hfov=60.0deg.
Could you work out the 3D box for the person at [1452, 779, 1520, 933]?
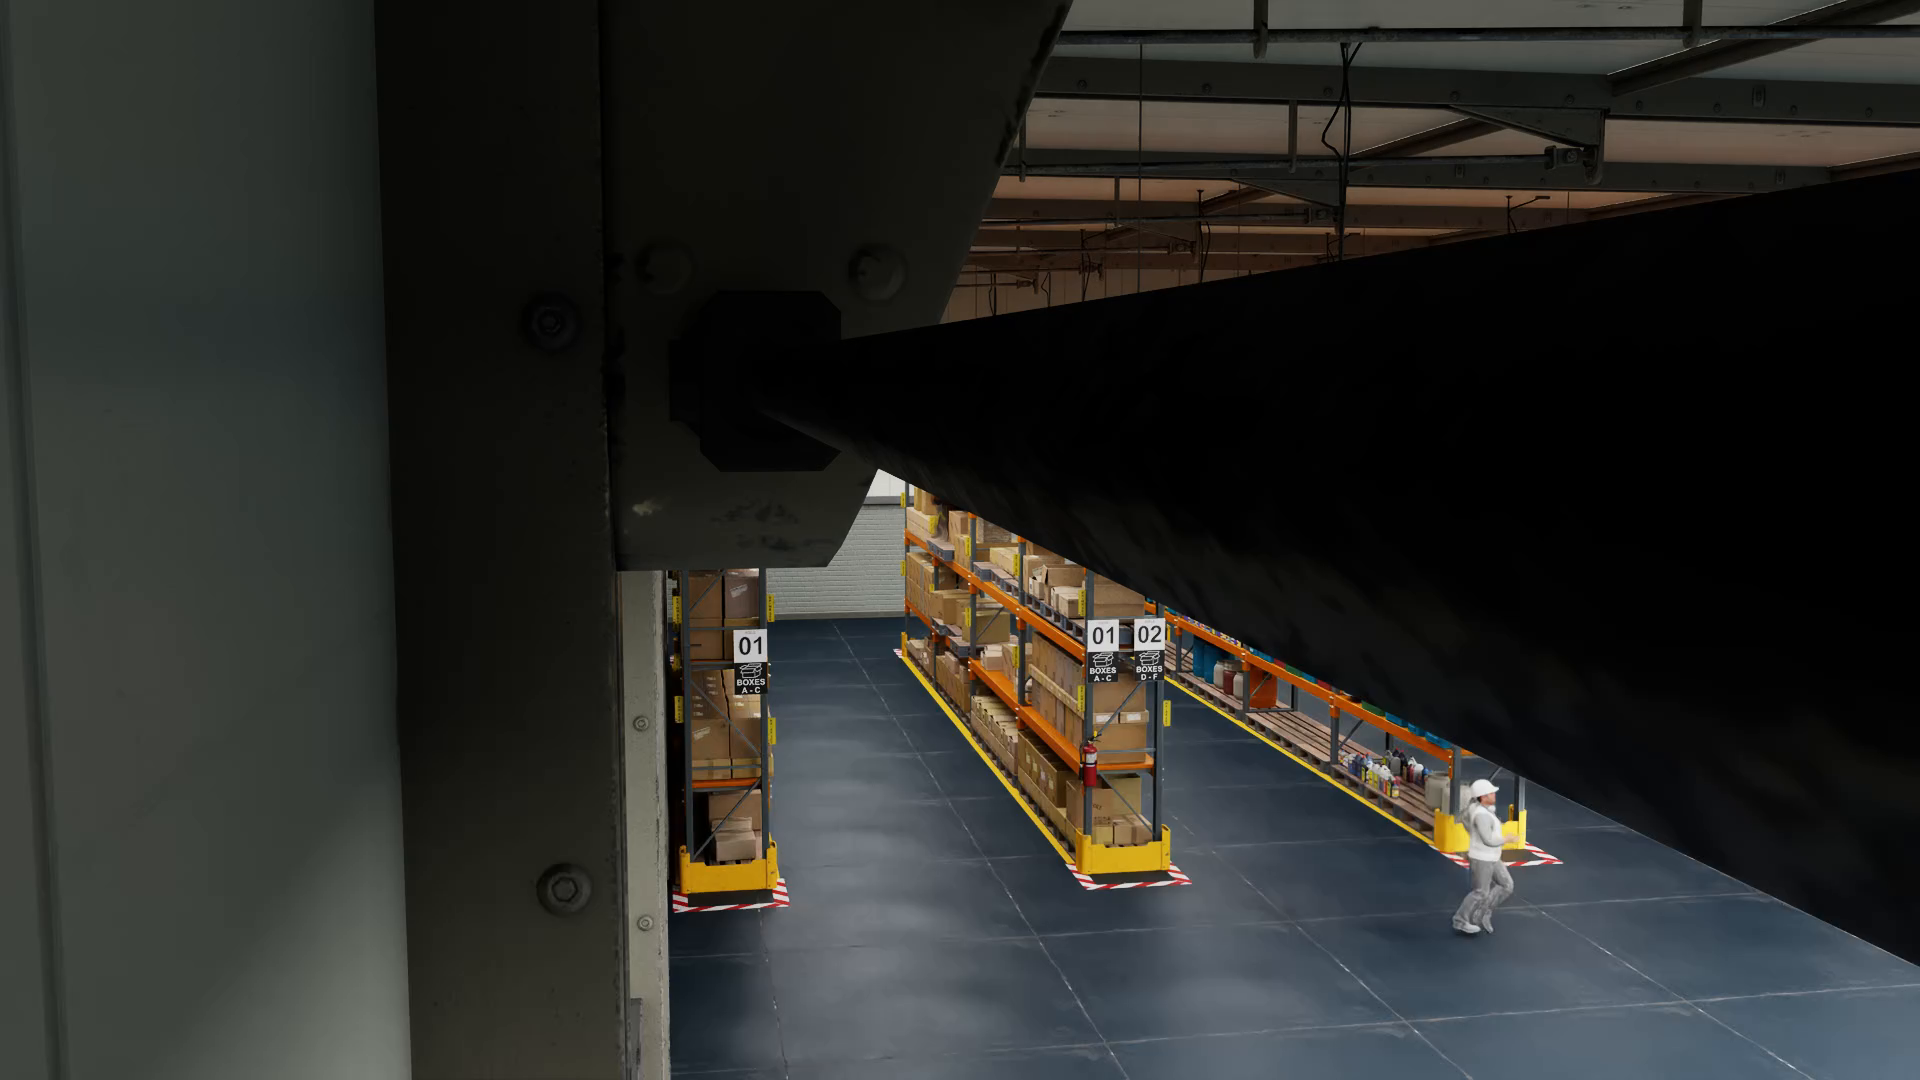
[{"bbox_3d":[5.863,3.537,18.506,0.694,1.777,0.628,2,6,21],"label":"person"}]
